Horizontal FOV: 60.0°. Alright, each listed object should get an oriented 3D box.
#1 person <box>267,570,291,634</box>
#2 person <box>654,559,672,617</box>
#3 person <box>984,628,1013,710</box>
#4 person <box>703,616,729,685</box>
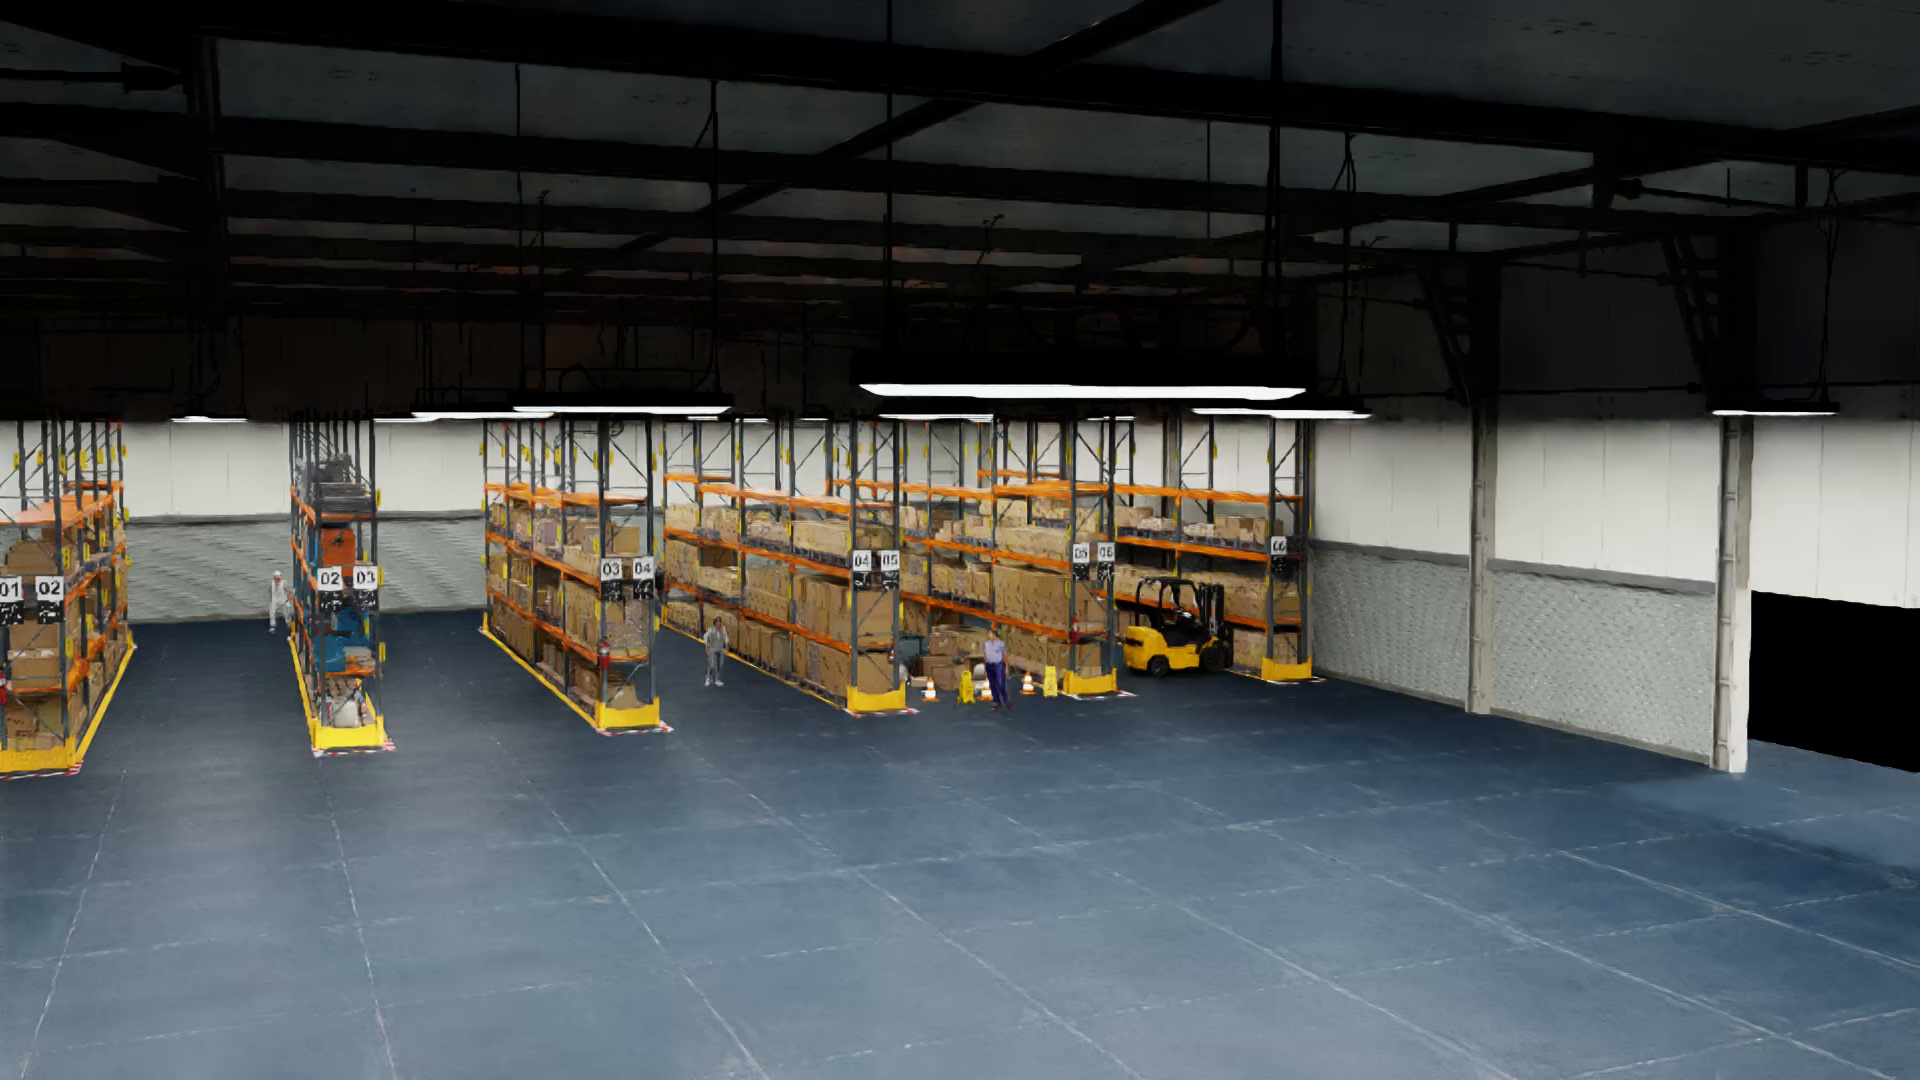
[{"bbox_3d":[-18.586,1.683,45.451,0.594,1.736,0.988,0,4,-3],"label":"person"},{"bbox_3d":[-8.750,1.429,49.022,0.636,1.706,0.451,2,5,30],"label":"person"},{"bbox_3d":[0.763,2.573,33.265,0.611,1.638,0.435,2,5,29],"label":"person"},{"bbox_3d":[-5.342,2.412,36.375,0.566,1.541,0.519,-2,4,-27],"label":"person"}]
